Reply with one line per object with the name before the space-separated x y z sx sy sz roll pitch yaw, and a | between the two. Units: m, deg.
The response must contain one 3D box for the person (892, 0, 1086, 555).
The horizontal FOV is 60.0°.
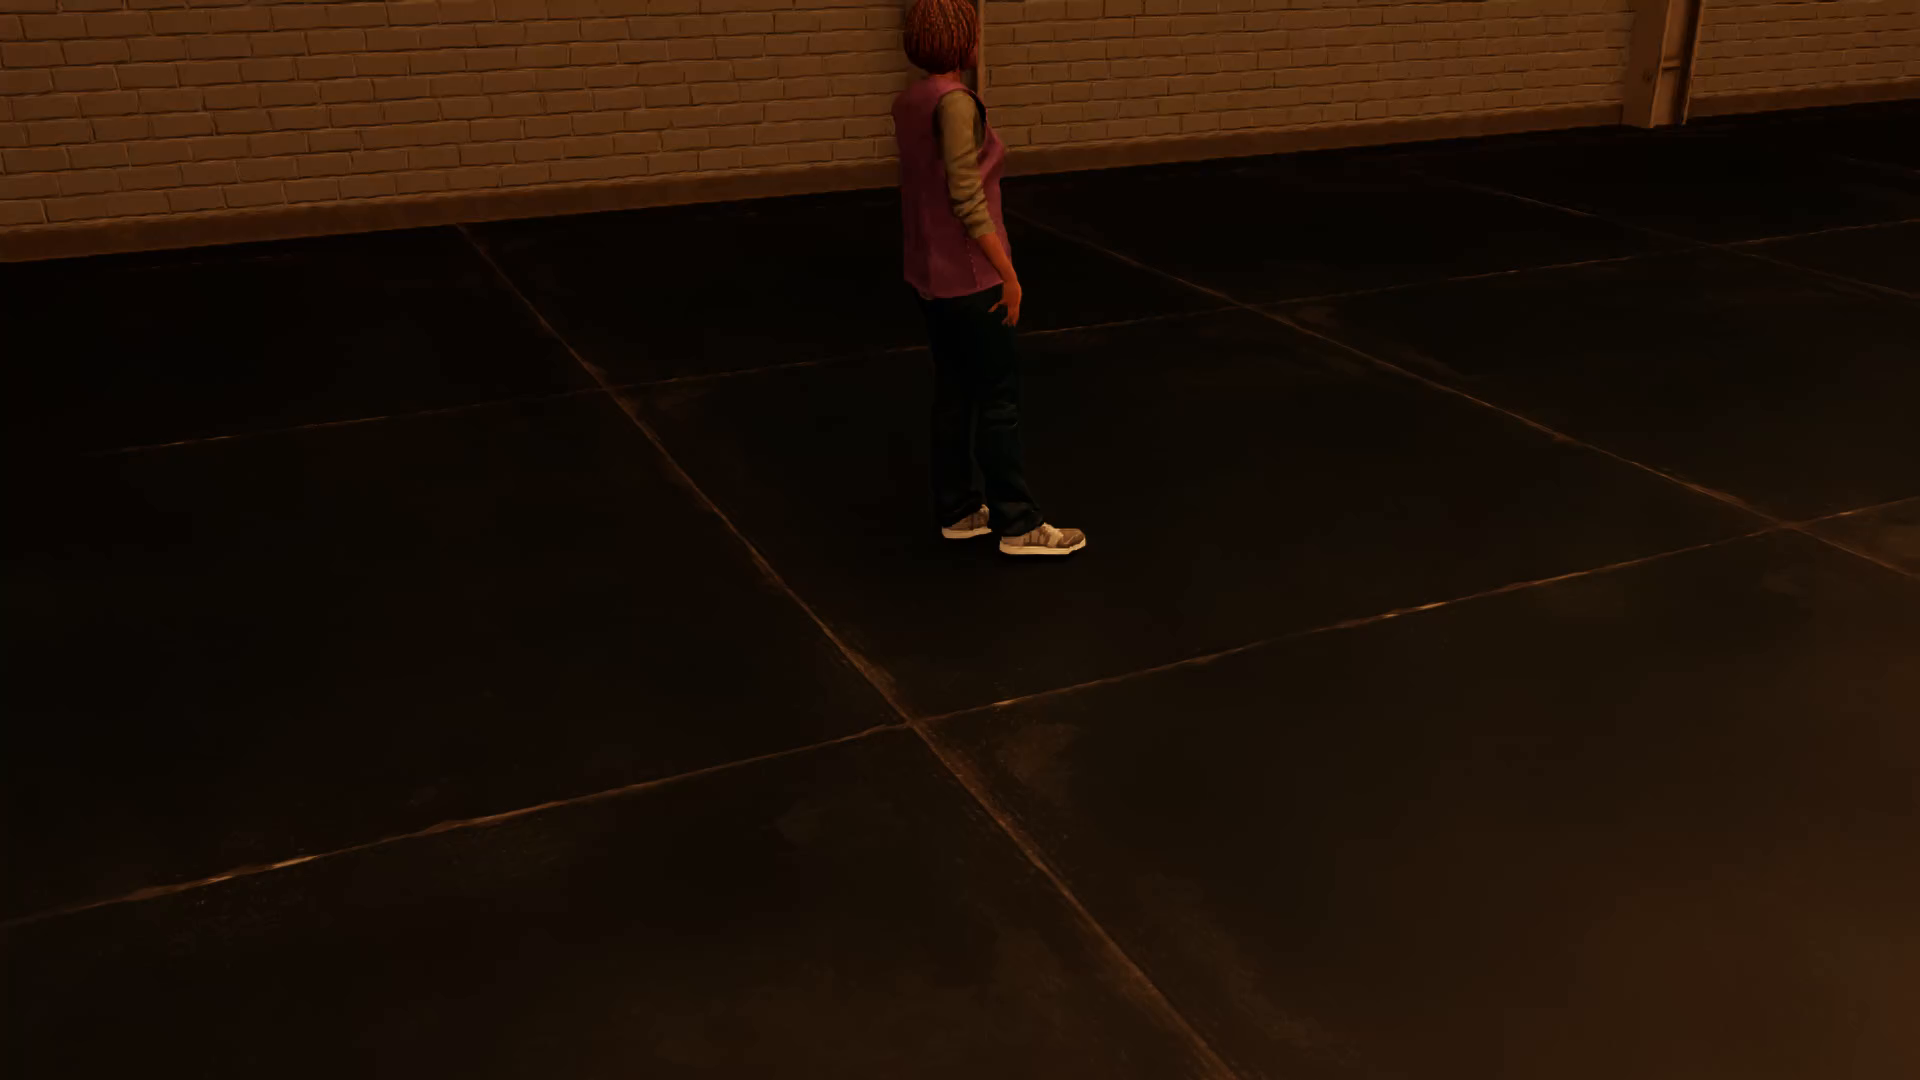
person | 0.074 -0.751 4.815 0.473 1.597 0.520 -10 25 -23
